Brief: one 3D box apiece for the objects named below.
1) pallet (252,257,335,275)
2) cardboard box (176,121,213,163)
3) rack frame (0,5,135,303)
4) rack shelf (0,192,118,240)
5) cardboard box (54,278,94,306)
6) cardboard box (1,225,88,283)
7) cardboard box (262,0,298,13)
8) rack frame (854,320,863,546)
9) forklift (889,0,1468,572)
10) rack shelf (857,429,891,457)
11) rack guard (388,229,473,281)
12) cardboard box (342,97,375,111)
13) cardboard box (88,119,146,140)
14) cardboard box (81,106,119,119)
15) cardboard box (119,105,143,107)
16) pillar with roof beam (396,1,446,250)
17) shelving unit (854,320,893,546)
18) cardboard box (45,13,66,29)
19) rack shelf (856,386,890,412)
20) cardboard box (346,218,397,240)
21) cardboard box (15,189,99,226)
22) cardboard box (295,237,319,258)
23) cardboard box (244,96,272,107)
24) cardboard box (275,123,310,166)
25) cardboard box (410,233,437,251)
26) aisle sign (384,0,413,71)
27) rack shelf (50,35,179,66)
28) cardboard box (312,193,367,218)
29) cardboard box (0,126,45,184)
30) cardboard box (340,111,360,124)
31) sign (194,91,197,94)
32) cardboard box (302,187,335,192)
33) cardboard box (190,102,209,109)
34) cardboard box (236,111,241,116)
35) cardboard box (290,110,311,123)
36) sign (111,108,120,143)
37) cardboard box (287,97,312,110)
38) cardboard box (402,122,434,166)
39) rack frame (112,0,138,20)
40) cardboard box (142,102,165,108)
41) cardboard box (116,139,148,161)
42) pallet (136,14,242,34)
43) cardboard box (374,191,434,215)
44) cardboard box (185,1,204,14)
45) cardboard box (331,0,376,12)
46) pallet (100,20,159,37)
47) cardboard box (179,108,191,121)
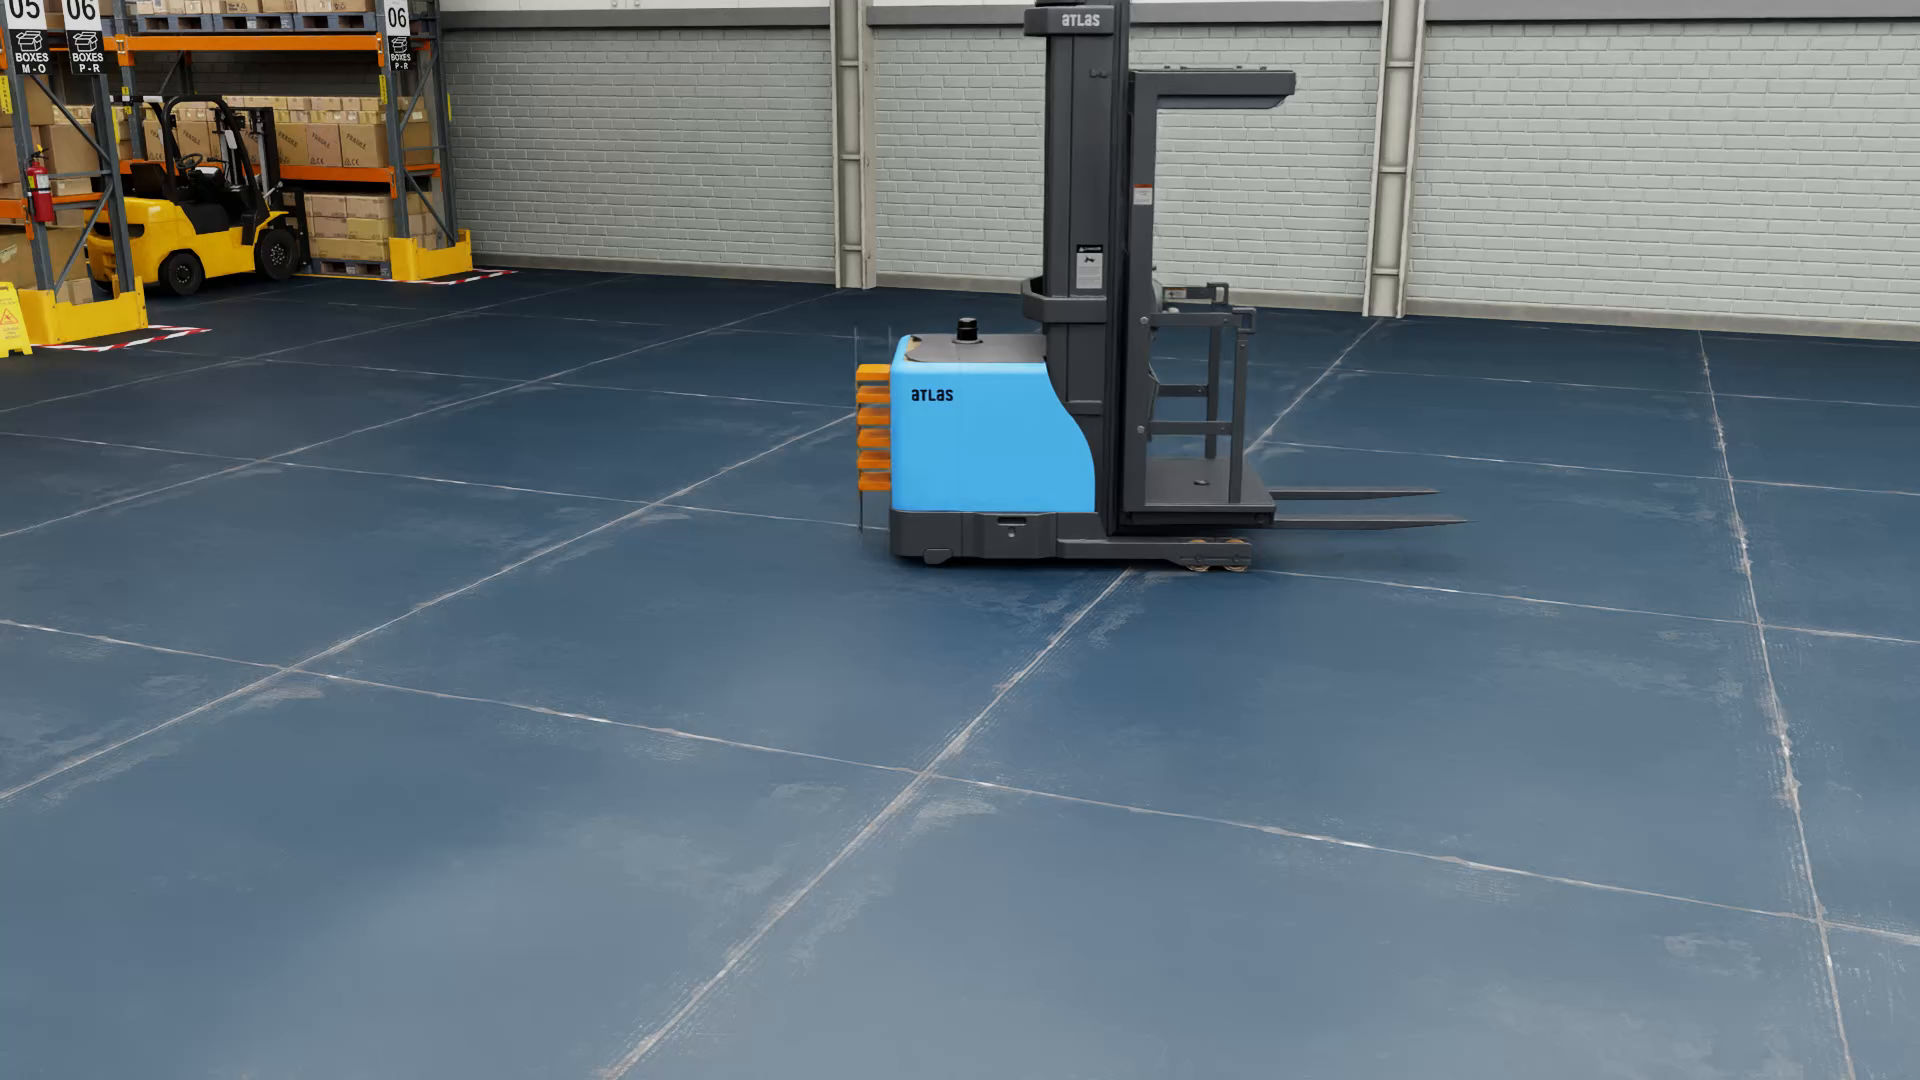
[{"bbox_3d":[-8.324,-3.542,20.995,1.213,0.211,1.003,6,17,21],"label":"pallet"},{"bbox_3d":[-9.380,-4.984,20.780,0.500,0.500,0.500,7,17,22],"label":"cardboard box"},{"bbox_3d":[-8.284,-3.401,15.507,0.127,3.000,1.000,6,17,21],"label":"rack frame"},{"bbox_3d":[-10.145,-3.260,16.312,4.000,0.370,1.077,6,17,21],"label":"rack shelf"},{"bbox_3d":[-8.933,-2.436,16.364,0.500,0.250,0.500,6,17,20],"label":"cardboard box"},{"bbox_3d":[-8.956,-2.799,16.267,0.500,0.500,0.500,6,17,19],"label":"cardboard box"},{"bbox_3d":[-7.884,-6.539,19.827,0.500,0.500,0.700,6,17,21],"label":"cardboard box"},{"bbox_3d":[-0.549,-0.574,9.000,0.006,1.200,0.240,0,16,1],"label":"rack frame"},{"bbox_3d":[1.155,-1.393,8.714,3.031,2.935,1.130,0,16,1],"label":"forklift"},{"bbox_3d":[-0.457,-0.531,9.010,0.180,0.103,0.258,0,16,1],"label":"rack shelf"},{"bbox_3d":[-6.444,-3.486,20.283,0.348,0.500,1.175,6,17,21],"label":"rack guard"},{"bbox_3d":[-7.118,-5.190,19.794,0.250,0.149,0.380,6,17,21],"label":"cardboard box"},{"bbox_3d":[-10.738,-5.250,21.248,0.500,0.250,0.500,6,17,19],"label":"cardboard box"},{"bbox_3d":[-11.042,-5.495,21.378,0.250,0.149,0.380,6,17,21],"label":"cardboard box"},{"bbox_3d":[-10.898,-5.616,21.794,0.250,0.149,0.380,6,17,20],"label":"cardboard box"},{"bbox_3d":[-8.363,-6.758,16.311,0.400,9.000,9.100,6,17,21],"label":"pillar with roof beam"},{"bbox_3d":[-0.457,-0.574,8.998,0.189,1.200,0.258,0,16,1],"label":"shelving unit"},{"bbox_3d":[-8.474,-4.839,15.531,0.250,0.149,0.380,6,17,21],"label":"cardboard box"},{"bbox_3d":[-0.457,-0.762,8.944,0.180,0.103,0.258,0,16,1],"label":"rack shelf"},{"bbox_3d":[-7.034,-3.778,20.090,0.500,0.250,0.500,6,17,20],"label":"cardboard box"},{"bbox_3d":[-12.096,-4.367,22.342,0.625,0.625,0.875,6,17,18],"label":"cardboard box"},{"bbox_3d":[-7.941,-3.643,20.519,0.500,0.250,0.500,6,17,21],"label":"cardboard box"},{"bbox_3d":[-8.534,-5.358,20.374,0.250,0.149,0.380,6,17,21],"label":"cardboard box"},{"bbox_3d":[-7.977,-4.826,20.239,0.500,0.500,0.500,6,17,20],"label":"cardboard box"},{"bbox_3d":[-6.852,-3.671,20.616,0.500,0.250,0.500,6,17,21],"label":"cardboard box"},{"bbox_3d":[-6.513,-5.854,19.295,0.004,0.787,0.394,6,17,21],"label":"aisle sign"},{"bbox_3d":[-12.048,-6.397,21.739,4.000,0.370,1.077,6,17,21],"label":"rack shelf"},{"bbox_3d":[-7.487,-4.067,20.187,0.500,0.250,0.500,7,17,22],"label":"cardboard box"},{"bbox_3d":[-8.890,-3.576,15.397,0.500,0.500,0.500,6,17,20],"label":"cardboard box"},{"bbox_3d":[-7.141,-5.029,19.774,0.250,0.149,0.380,7,17,22],"label":"cardboard box"},{"bbox_3d":[-9.985,-5.695,21.717,0.005,0.325,0.100,6,17,21],"label":"sign"},{"bbox_3d":[-8.246,-4.306,21.012,0.500,0.250,0.500,6,17,20],"label":"cardboard box"},{"bbox_3d":[-9.281,-5.410,20.554,0.250,0.149,0.380,7,17,22],"label":"cardboard box"},{"bbox_3d":[-8.807,-5.218,20.424,0.250,0.149,0.380,6,17,19],"label":"cardboard box"},{"bbox_3d":[-7.852,-5.115,20.070,0.250,0.149,0.380,6,17,19],"label":"cardboard box"},{"bbox_3d":[-8.085,-3.957,15.872,0.005,0.325,0.100,6,17,21],"label":"sign"},{"bbox_3d":[-7.859,-5.252,20.009,0.250,0.149,0.380,7,18,22],"label":"cardboard box"},{"bbox_3d":[-6.826,-4.859,20.352,0.500,0.500,0.500,7,18,22],"label":"cardboard box"},{"bbox_3d":[-10.188,-7.979,20.516,0.127,3.000,1.000,6,17,21],"label":"rack frame"},{"bbox_3d":[-10.000,-5.490,20.829,0.250,0.149,0.380,7,17,22],"label":"cardboard box"},{"bbox_3d":[-10.752,-5.009,21.317,0.500,0.250,0.500,7,17,22],"label":"cardboard box"},{"bbox_3d":[-9.385,-6.415,20.669,1.213,0.211,1.003,6,17,21],"label":"pallet"},{"bbox_3d":[-6.844,-4.148,20.467,0.500,0.250,0.500,6,17,20],"label":"cardboard box"},{"bbox_3d":[-9.167,-6.464,20.197,0.250,0.149,0.380,7,18,22],"label":"cardboard box"},{"bbox_3d":[-6.968,-6.409,19.377,0.500,0.500,0.500,7,18,22],"label":"cardboard box"},{"bbox_3d":[-11.013,-6.533,21.260,1.217,0.209,0.805,6,17,18],"label":"pallet"},{"bbox_3d":[-9.494,-5.311,20.744,0.250,0.149,0.380,6,17,21],"label":"cardboard box"}]
